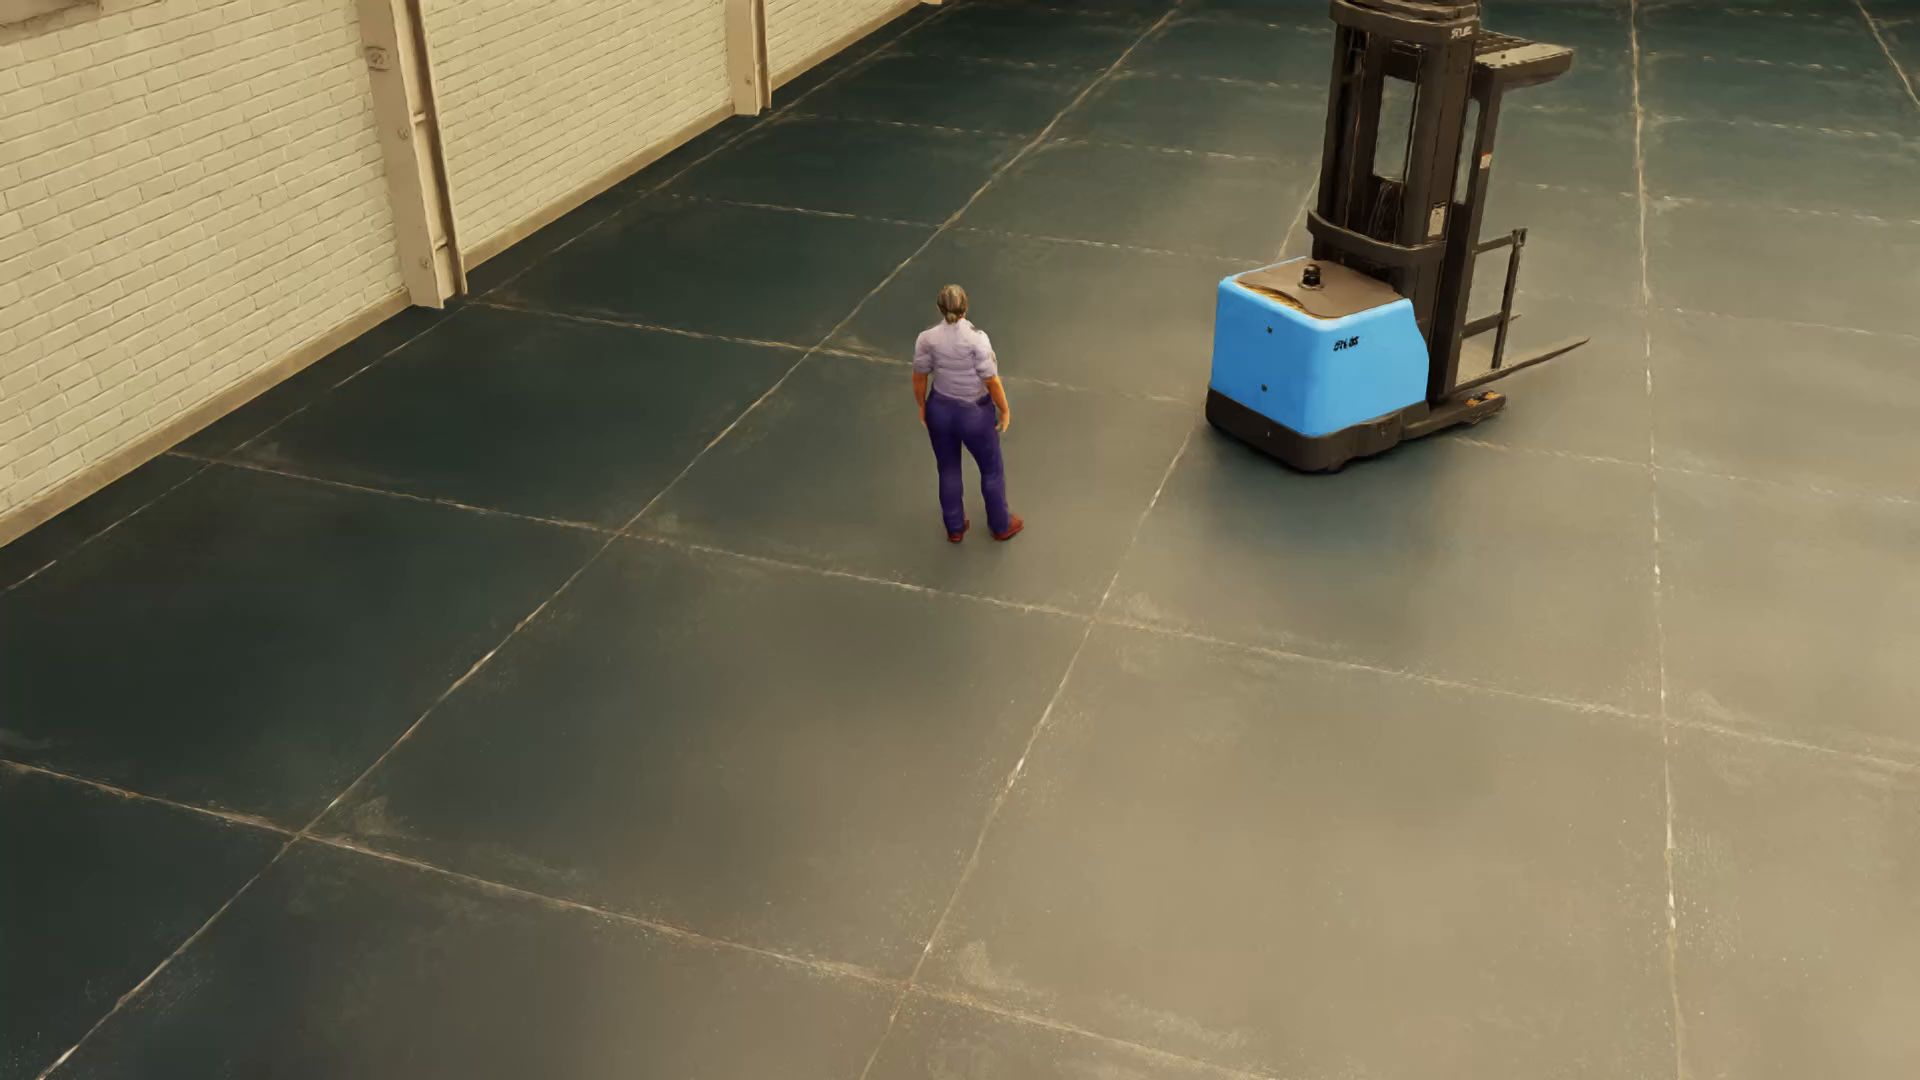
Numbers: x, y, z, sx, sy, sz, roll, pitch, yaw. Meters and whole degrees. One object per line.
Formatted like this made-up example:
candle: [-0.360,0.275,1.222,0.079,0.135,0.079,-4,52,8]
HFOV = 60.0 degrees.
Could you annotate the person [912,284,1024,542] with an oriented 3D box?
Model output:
person: [0.051,-0.761,9.752,0.599,1.650,0.502,10,31,16]

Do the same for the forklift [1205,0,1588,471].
forklift: [3.193,-2.276,11.129,3.031,2.935,1.130,-19,35,-29]
